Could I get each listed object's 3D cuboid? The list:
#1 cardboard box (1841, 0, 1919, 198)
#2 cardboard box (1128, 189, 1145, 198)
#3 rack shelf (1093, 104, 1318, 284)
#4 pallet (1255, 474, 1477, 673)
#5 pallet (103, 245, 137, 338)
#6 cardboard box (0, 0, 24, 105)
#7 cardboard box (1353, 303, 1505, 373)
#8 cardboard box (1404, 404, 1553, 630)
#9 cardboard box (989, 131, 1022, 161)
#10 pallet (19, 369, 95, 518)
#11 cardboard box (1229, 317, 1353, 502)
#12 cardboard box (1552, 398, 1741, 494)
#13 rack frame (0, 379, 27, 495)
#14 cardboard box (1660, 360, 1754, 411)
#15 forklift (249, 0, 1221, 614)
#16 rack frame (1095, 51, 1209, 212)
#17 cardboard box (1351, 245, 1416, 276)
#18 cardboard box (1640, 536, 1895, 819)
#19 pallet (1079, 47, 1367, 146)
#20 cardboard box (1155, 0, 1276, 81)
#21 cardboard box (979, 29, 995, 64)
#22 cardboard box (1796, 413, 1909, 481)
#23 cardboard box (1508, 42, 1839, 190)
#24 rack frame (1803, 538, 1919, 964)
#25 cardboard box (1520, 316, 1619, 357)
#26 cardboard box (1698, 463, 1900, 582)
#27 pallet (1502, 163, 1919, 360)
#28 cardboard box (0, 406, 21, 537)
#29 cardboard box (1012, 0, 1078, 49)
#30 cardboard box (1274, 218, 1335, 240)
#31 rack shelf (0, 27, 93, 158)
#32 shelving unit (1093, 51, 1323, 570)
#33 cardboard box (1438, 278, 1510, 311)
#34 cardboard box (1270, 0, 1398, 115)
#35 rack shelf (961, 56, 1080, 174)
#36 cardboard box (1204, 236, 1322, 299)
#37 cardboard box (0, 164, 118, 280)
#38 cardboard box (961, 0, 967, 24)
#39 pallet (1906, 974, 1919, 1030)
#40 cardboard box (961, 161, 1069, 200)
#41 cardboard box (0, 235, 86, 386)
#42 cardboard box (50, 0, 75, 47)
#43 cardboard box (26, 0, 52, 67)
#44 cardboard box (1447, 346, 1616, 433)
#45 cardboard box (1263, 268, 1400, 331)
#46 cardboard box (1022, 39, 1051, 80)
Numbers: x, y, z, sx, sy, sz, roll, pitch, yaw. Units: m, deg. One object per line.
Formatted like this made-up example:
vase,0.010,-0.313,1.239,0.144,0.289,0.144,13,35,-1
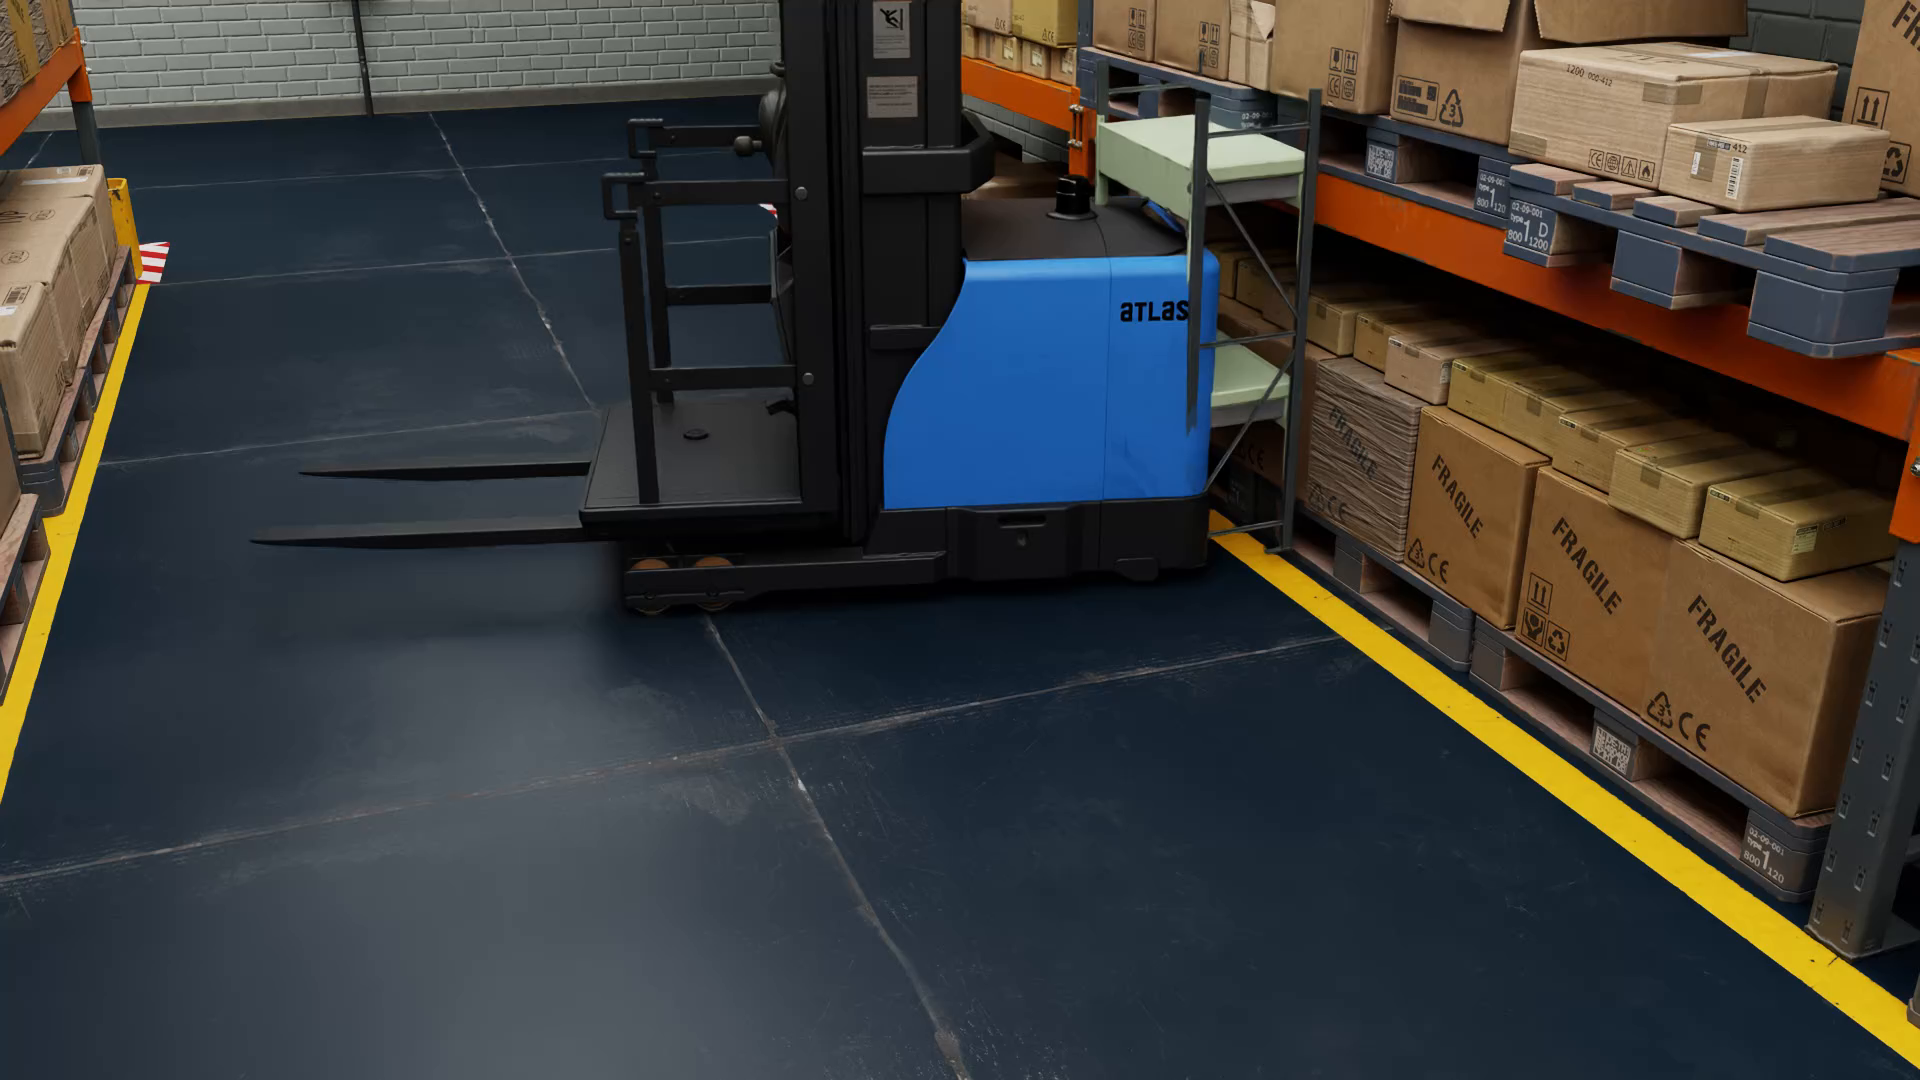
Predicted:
cardboard box,2.326,-1.008,3.609,0.500,0.500,0.500,-7,24,-17
cardboard box,0.883,-1.332,6.508,0.380,0.149,0.250,-9,24,-20
rack shelf,0.760,-1.114,5.281,0.431,0.370,0.720,-9,27,-16
pallet,1.706,0.007,5.463,1.003,0.211,1.213,-8,24,-19
pallet,-4.751,-1.219,8.371,1.003,0.211,1.213,-8,24,-19
cardboard box,-3.958,-1.948,6.381,0.500,0.500,0.500,-8,24,-19
cardboard box,1.469,-0.627,5.217,0.380,0.149,0.250,-8,24,-19
cardboard box,1.657,-0.098,4.799,0.500,0.500,0.500,-7,24,-17
cardboard box,-0.072,-1.957,9.208,0.700,0.500,0.500,-7,24,-17
pallet,-3.889,-0.333,6.267,1.003,0.211,1.213,-8,24,-19
cardboard box,1.278,-0.474,5.690,0.500,0.500,0.500,-9,25,-21
cardboard box,1.773,-0.241,4.303,0.380,0.149,0.250,-9,25,-21
rack frame,-3.694,-1.330,5.045,1.000,3.000,0.127,-8,24,-19
cardboard box,2.228,-0.423,4.735,0.380,0.149,0.250,-10,25,-21
forklift,-0.743,-1.337,5.148,3.031,2.935,1.130,-2,23,-6
rack frame,0.654,-0.911,5.764,0.400,1.500,0.023,-9,27,-16
cardboard box,1.655,-0.988,6.074,0.380,0.149,0.250,-10,25,-22
cardboard box,2.011,0.275,3.914,0.500,0.500,0.500,-8,24,-17
pallet,1.129,-1.619,5.976,1.003,0.211,1.213,-8,24,-19
cardboard box,1.093,-1.858,5.626,0.700,0.500,0.500,-8,24,-18
cardboard box,0.305,-2.260,7.574,0.380,0.149,0.250,-8,24,-18
cardboard box,2.400,-0.232,4.282,0.380,0.149,0.250,-8,24,-17
cardboard box,1.686,-1.023,3.967,0.500,0.250,0.500,-10,25,-21
rack frame,2.361,-0.559,3.215,1.000,3.000,0.127,-8,24,-19
cardboard box,1.962,-0.595,5.142,0.380,0.149,0.250,-8,24,-19
cardboard box,1.950,-0.045,3.837,0.380,0.149,0.250,-10,25,-22
pallet,2.056,-0.708,3.814,1.213,0.211,1.003,-8,24,-19
cardboard box,-3.400,-0.331,4.867,0.875,0.875,0.875,-8,24,-17
cardboard box,0.540,-2.232,6.995,0.500,0.250,0.500,-8,24,-18
cardboard box,1.446,-1.164,6.493,0.380,0.149,0.250,-8,24,-19
rack shelf,-4.401,-1.726,6.908,1.077,0.370,4.000,-8,24,-19
shelving unit,0.770,-0.762,5.451,0.431,1.500,0.755,-9,27,-16
cardboard box,1.845,-0.795,5.616,0.380,0.149,0.250,-8,24,-18
cardboard box,1.370,-1.573,4.950,0.700,0.500,0.500,-8,24,-19
rack shelf,0.242,-2.408,8.527,1.077,0.370,4.000,-8,24,-19
cardboard box,1.098,-1.005,6.115,0.380,0.149,0.250,-10,25,-22
cardboard box,-4.780,-1.571,8.373,0.875,0.438,0.875,-9,25,-21
cardboard box,0.186,-2.595,7.856,0.500,0.250,0.500,-9,24,-19
pallet,2.616,1.030,3.034,1.003,0.211,1.213,-8,24,-19
cardboard box,0.295,-1.580,8.313,0.700,0.500,0.500,-9,25,-21
cardboard box,-4.132,-0.911,6.808,0.875,0.438,0.875,-9,25,-21
cardboard box,-4.689,-2.691,8.144,0.500,0.500,0.500,-8,24,-19
cardboard box,-4.335,-2.321,7.266,0.500,0.500,0.500,-8,24,-17
cardboard box,1.633,-0.434,4.760,0.380,0.149,0.250,-9,24,-20
cardboard box,1.261,-0.811,5.655,0.380,0.149,0.250,-8,24,-19
cardboard box,0.487,-2.070,7.122,0.380,0.149,0.250,-8,24,-18
